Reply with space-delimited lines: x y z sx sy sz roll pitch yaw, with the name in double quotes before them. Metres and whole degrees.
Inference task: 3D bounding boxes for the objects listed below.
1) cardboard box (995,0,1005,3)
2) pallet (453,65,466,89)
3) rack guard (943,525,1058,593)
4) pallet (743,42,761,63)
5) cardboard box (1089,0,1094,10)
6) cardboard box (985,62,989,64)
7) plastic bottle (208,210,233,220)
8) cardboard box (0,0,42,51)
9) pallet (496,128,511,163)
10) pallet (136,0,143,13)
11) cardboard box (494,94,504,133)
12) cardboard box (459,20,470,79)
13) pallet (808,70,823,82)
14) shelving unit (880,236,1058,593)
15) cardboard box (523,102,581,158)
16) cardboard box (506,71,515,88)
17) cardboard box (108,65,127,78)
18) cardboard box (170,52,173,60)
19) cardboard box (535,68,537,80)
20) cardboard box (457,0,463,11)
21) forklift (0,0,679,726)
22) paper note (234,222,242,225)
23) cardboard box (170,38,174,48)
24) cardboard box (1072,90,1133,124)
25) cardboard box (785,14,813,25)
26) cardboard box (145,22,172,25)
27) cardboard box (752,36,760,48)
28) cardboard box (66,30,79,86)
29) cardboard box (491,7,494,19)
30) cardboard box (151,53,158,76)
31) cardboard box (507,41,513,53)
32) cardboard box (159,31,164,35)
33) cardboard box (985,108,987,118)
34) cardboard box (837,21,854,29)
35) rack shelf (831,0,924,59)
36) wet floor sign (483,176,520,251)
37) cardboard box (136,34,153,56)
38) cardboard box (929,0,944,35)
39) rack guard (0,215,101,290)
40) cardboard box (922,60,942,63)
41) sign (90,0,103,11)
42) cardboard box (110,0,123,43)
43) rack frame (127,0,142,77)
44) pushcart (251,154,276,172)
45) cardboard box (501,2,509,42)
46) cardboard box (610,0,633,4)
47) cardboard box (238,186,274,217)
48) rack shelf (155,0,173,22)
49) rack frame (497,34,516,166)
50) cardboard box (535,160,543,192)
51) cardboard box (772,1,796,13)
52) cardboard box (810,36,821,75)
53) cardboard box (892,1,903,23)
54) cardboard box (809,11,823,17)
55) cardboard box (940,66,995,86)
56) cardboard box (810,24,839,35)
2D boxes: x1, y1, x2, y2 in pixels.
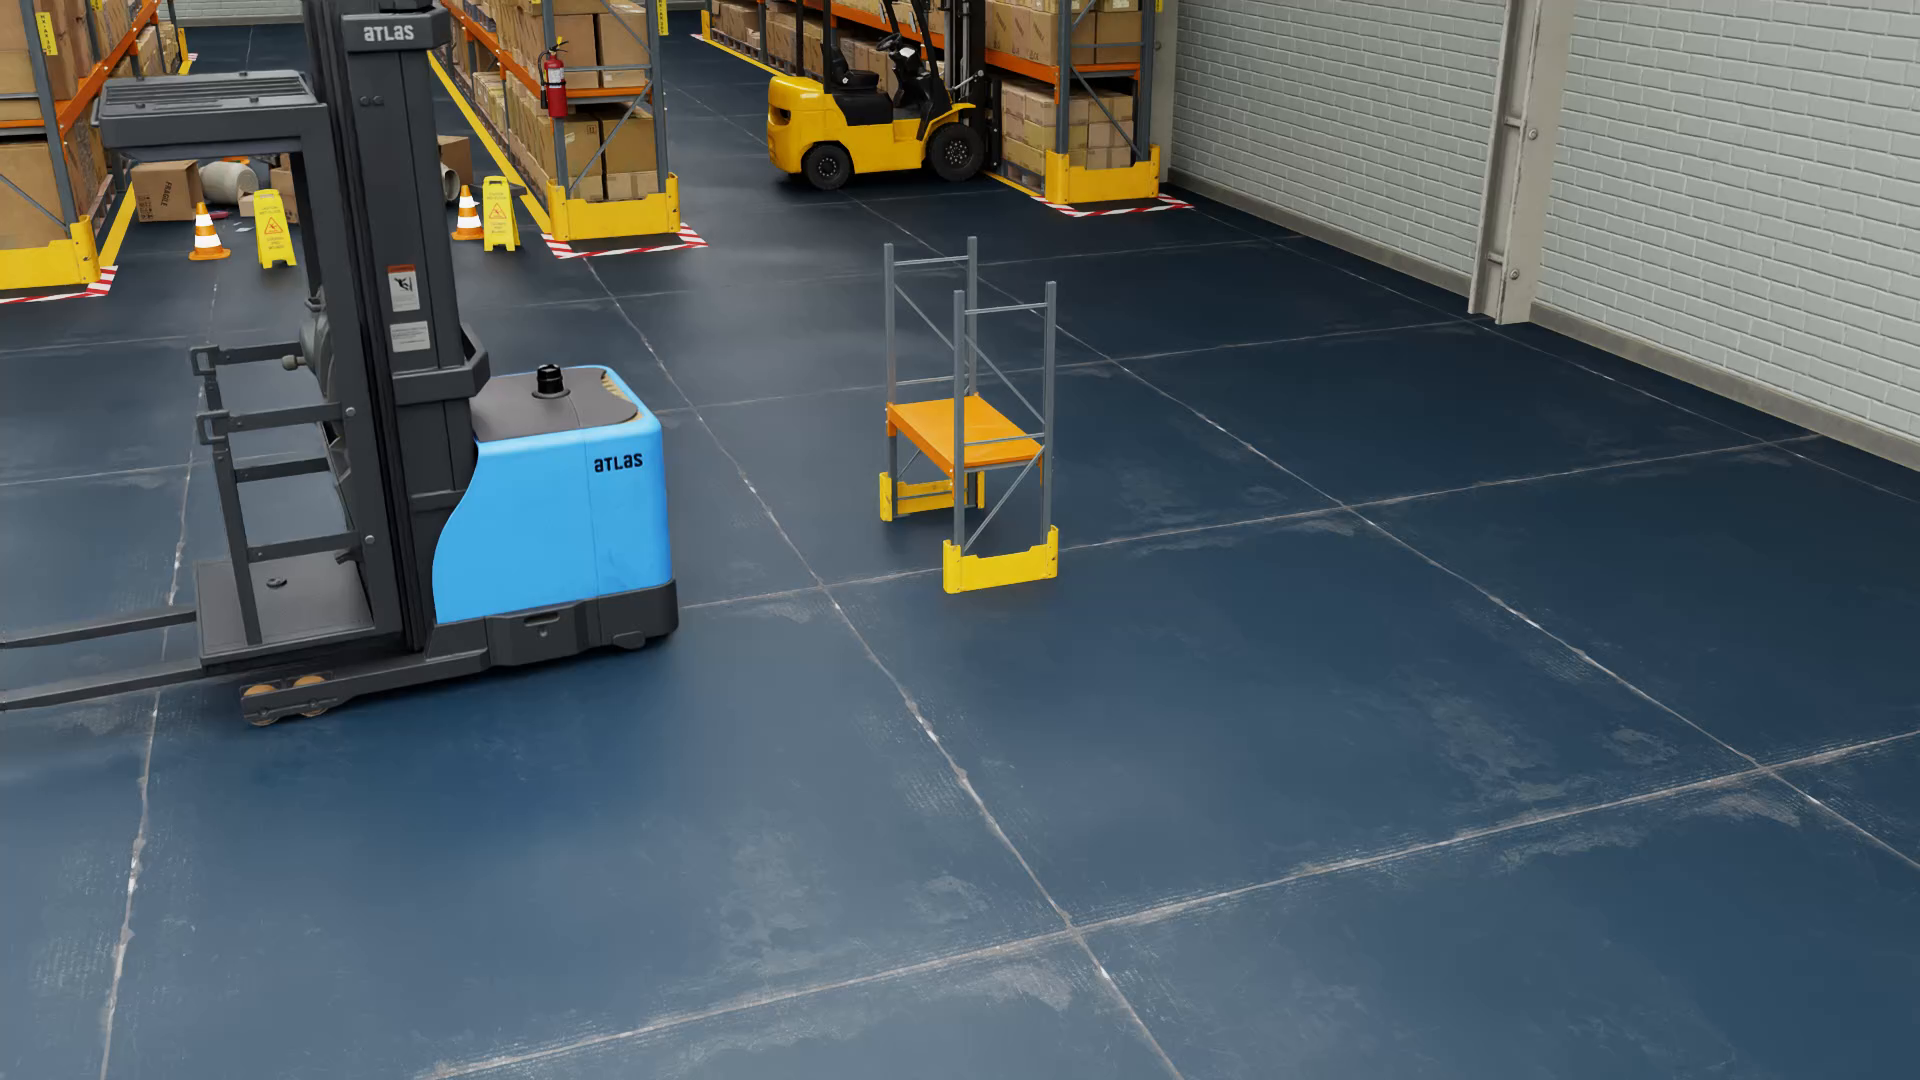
"cardboard box" 0.592 -5.809 17.707 0.380 0.149 0.250 -8 24 -19
"pallet" -7.086 -7.037 25.174 1.003 0.211 1.213 -8 24 -19
"rack guard" 0.203 0.093 8.206 0.587 0.250 0.087 -8 24 -19
"pallet" -3.028 -8.239 28.026 1.003 0.211 1.213 -8 24 -19
"cardboard box" 1.429 -5.499 16.971 0.380 0.149 0.250 -8 24 -19
"cardboard box" 0.394 -5.602 19.892 0.500 0.250 0.500 -8 24 -18
"plastic bottle" -7.231 -3.156 16.160 0.283 0.061 0.133 -18 29 -37
"cardboard box" -7.880 -4.223 13.323 0.875 0.550 0.550 -8 24 -19
"pallet" -4.879 -4.683 19.589 1.003 0.211 1.213 -8 24 -19
"pallet" -11.349 -7.048 21.857 1.003 0.211 1.213 -8 24 -19
"cardboard box" -5.048 -5.119 19.875 0.950 0.372 0.625 -7 24 -16
"cardboard box" -6.809 -7.265 24.320 0.875 0.875 0.875 -8 24 -17
"pallet" -1.602 -6.812 24.641 1.003 0.211 1.213 -8 24 -19
"shelving unit" 0.027 -0.663 8.393 0.587 1.500 1.083 -8 24 -19
"cardboard box" -4.076 -4.133 16.727 0.500 0.500 0.500 -9 24 -20
"cardboard box" -4.659 -4.951 17.833 0.380 0.149 0.250 -8 24 -18
"cardboard box" -10.168 -5.029 19.175 1.050 0.750 0.750 -8 24 -18
"cardboard box" -12.532 -7.585 26.014 0.380 0.149 0.250 -8 24 -18
"cardboard box" -3.786 -4.395 15.640 0.380 0.149 0.250 -9 24 -20
"cardboard box" -6.437 -7.218 22.205 0.500 0.250 0.500 -9 25 -21
"forklift" -2.853 -0.812 6.903 3.031 2.935 1.130 -10 25 -22
"paper note" -6.920 -3.029 15.925 0.032 0.001 0.123 4 23 9
"cardboard box" -12.603 -7.819 26.186 0.380 0.149 0.250 -8 24 -18
"cardboard box" 1.460 -4.502 17.281 0.500 0.250 0.500 -9 24 -20
"cardboard box" -2.528 -8.169 26.111 0.380 0.149 0.250 -9 24 -20
"cardboard box" -13.013 -8.326 27.006 0.380 0.149 0.250 -8 24 -18
"cardboard box" -3.258 -8.316 27.749 0.380 0.149 0.250 -9 25 -21
"cardboard box" -8.479 -4.318 14.940 0.875 0.550 0.500 -8 24 -19
"cardboard box" -5.119 -6.010 18.931 0.380 0.149 0.250 -9 25 -21
"cardboard box" -11.169 -6.310 22.536 0.500 0.500 0.500 -9 24 -20
"cardboard box" -4.654 -5.326 17.848 0.380 0.149 0.250 -8 24 -17
"cardboard box" -12.480 -7.755 25.651 0.380 0.149 0.250 -8 24 -19
"cardboard box" 0.446 -4.756 18.527 0.500 0.250 0.500 -8 24 -19
"cardboard box" -1.645 -7.773 25.173 0.380 0.149 0.250 -9 24 -20
"rack shelf" -0.667 -6.763 21.859 1.077 0.370 4.000 -8 24 -19
"wet floor sign" -4.124 -2.931 14.873 0.267 0.644 0.232 0 23 -1
"cardboard box" -11.155 -6.649 22.375 0.500 0.250 0.500 -9 25 -21
"cardboard box" -0.048 -6.217 19.509 0.500 0.500 0.500 -9 24 -20
"rack guard" -7.776 -2.355 13.694 1.175 0.500 0.348 -8 24 -19
"cardboard box" -0.155 -5.655 20.821 0.875 0.625 0.625 -7 24 -17
"sign" -8.679 -5.481 16.676 0.100 0.325 0.005 -8 24 -19
"cardboard box" -9.664 -5.793 18.504 0.500 0.500 0.500 -8 24 -18
"rack frame" -10.611 -6.423 20.126 1.000 3.000 0.127 -8 24 -19
"pushcart" -6.718 -4.146 18.100 1.648 0.377 0.936 -18 29 -37
"cardboard box" -4.509 -5.491 17.404 0.500 0.500 0.500 -8 24 -19
"cardboard box" -3.465 -4.998 16.234 0.500 0.500 0.500 -9 24 -20
"cardboard box" -6.868 -3.338 16.327 0.396 0.266 0.258 -4 23 -10
"rack shelf" -12.731 -8.271 25.438 1.077 0.370 4.000 -8 24 -19
"rack frame" -4.603 -5.685 18.376 1.000 3.000 0.127 -8 24 -19
"cardboard box" -3.903 -3.604 16.439 0.500 0.250 0.500 -8 24 -19
"cardboard box" -2.772 -8.497 26.508 0.380 0.149 0.250 -10 25 -22
"cardboard box" -1.891 -7.170 24.577 0.500 0.500 0.500 -9 24 -20
"cardboard box" -0.566 -6.628 20.806 0.500 0.250 0.500 -8 24 -19
"cardboard box" -2.195 -8.339 26.515 0.380 0.149 0.250 -8 24 -18
"cardboard box" 0.088 -5.349 19.290 0.500 0.250 0.500 -8 24 -19
"cardboard box" -2.013 -7.605 24.774 0.380 0.149 0.250 -8 24 -17
